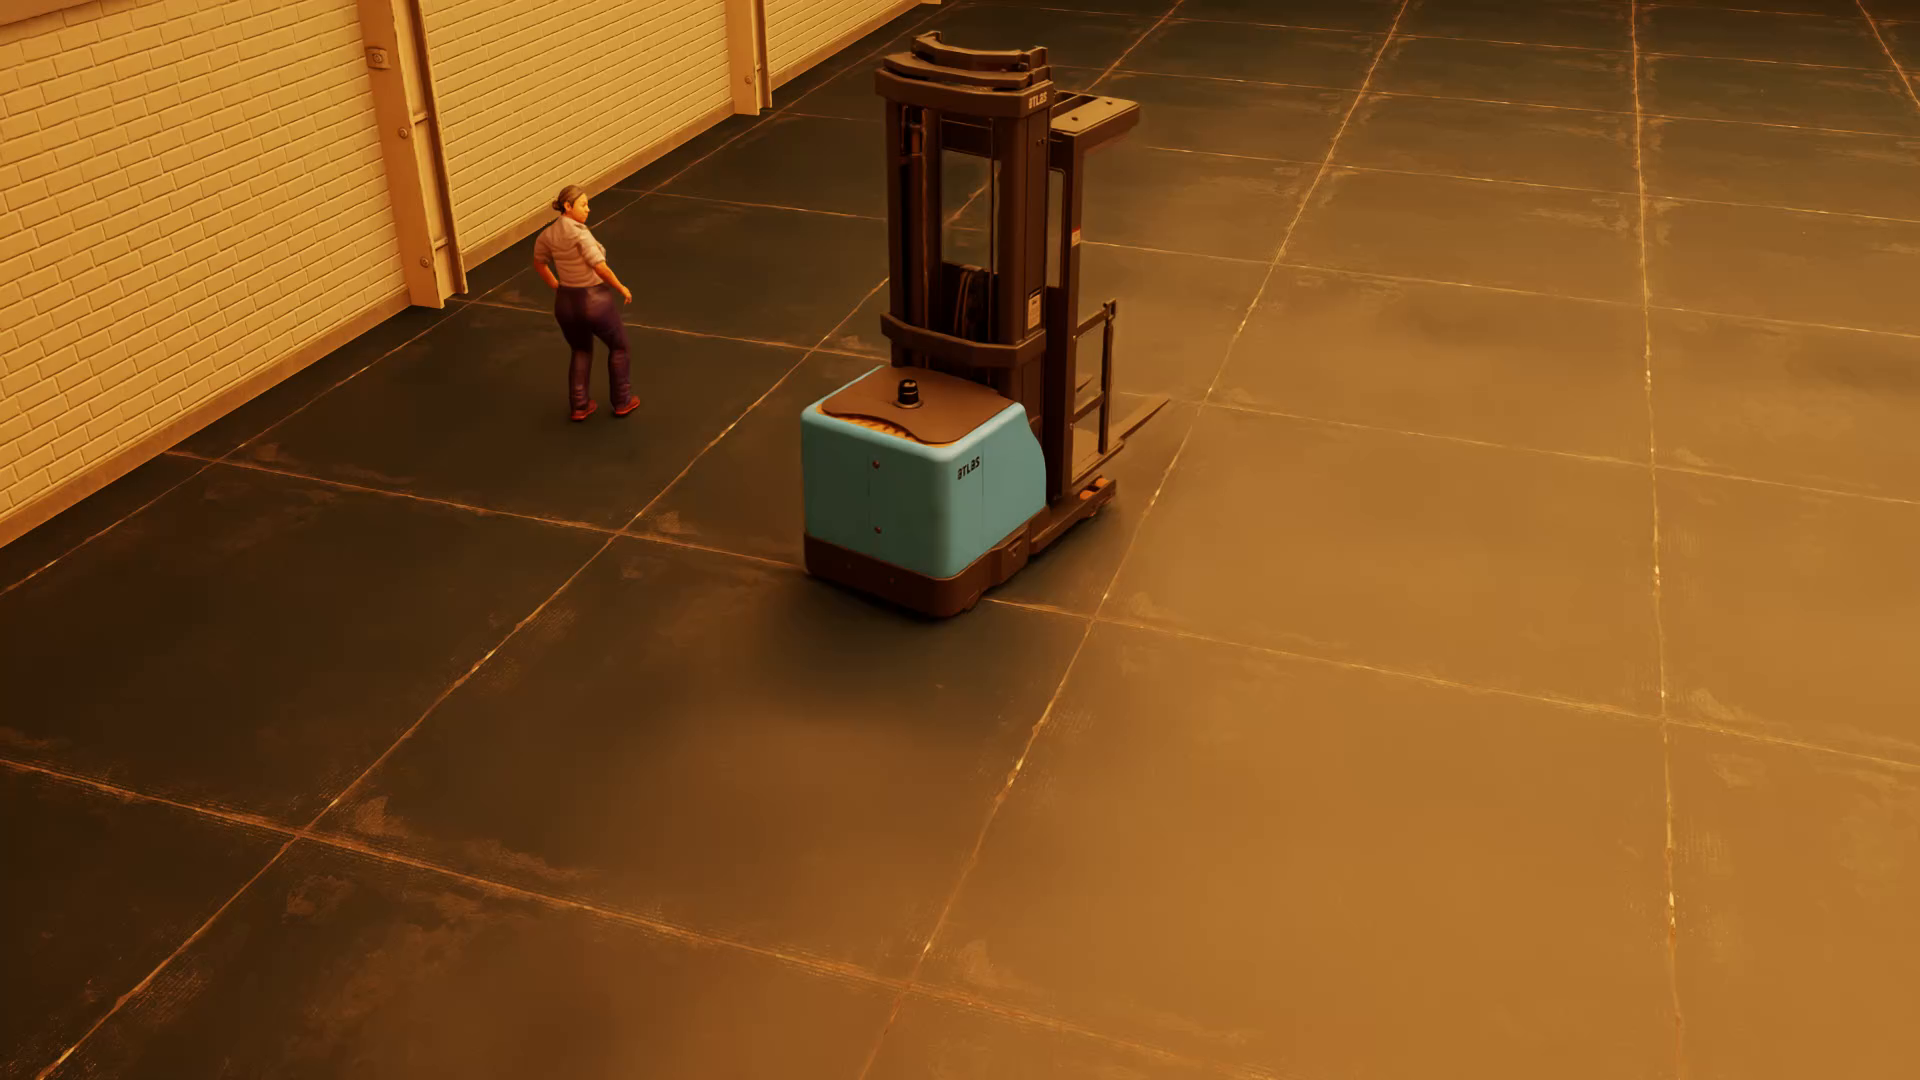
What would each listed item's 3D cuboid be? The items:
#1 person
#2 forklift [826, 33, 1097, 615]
[{"bbox_3d":[-2.532,-1.623,11.299,0.685,1.633,0.482,13,32,22],"label":"person"},{"bbox_3d":[0.154,-1.572,9.894,1.130,2.935,3.031,8,31,14],"label":"forklift"}]
